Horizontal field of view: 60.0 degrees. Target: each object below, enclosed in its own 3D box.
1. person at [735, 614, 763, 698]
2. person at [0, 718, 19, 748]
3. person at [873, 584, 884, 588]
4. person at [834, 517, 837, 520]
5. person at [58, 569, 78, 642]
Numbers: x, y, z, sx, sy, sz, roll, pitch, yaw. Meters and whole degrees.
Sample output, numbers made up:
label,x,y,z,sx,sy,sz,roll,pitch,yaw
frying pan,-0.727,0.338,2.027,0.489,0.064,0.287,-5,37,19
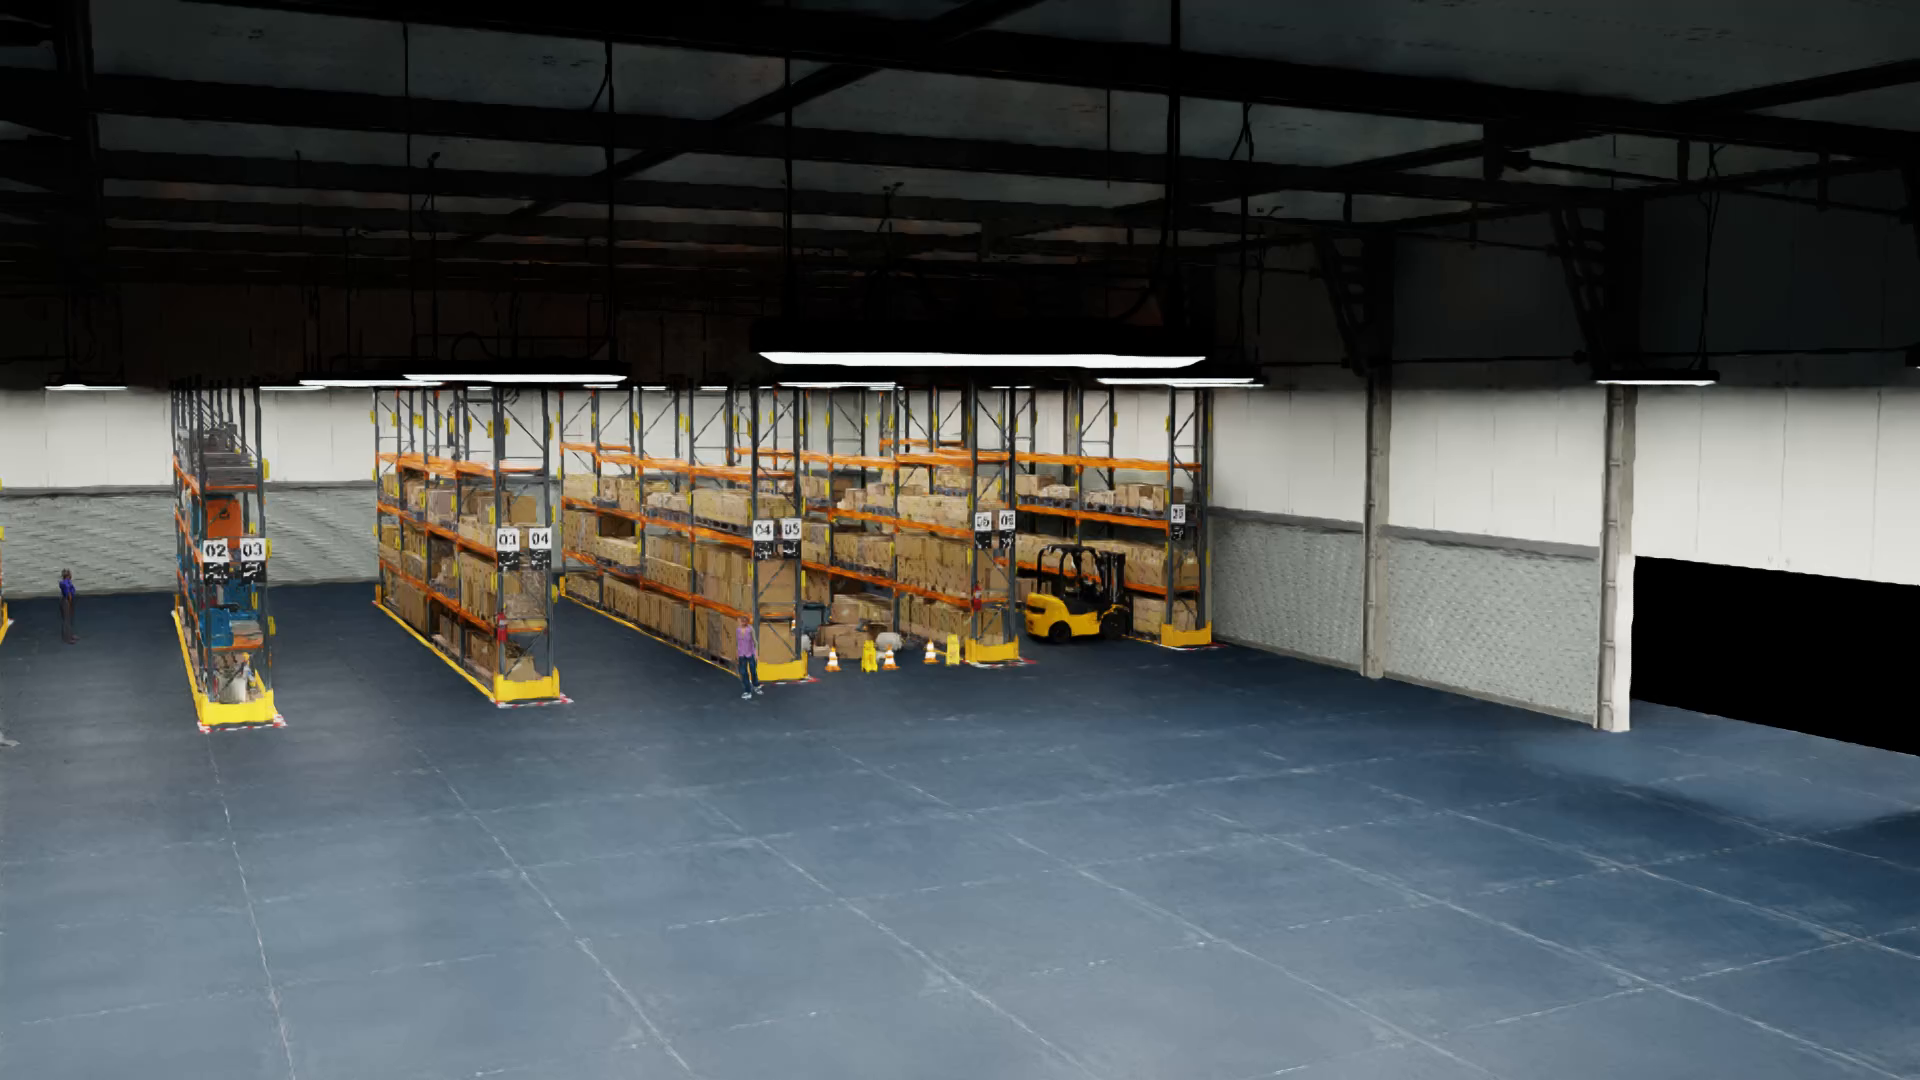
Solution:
label,x,y,z,sx,sy,sz,roll,pitch,yaw
person,-3.972,2.159,31.246,0.473,1.589,0.501,1,5,12
person,-15.530,2.486,26.446,0.585,1.753,0.769,1,5,10
person,-2.269,0.568,48.213,0.534,1.712,0.608,-1,5,-9
person,-3.947,0.143,52.749,0.646,1.759,0.387,3,6,31
person,-20.468,1.492,38.196,0.552,1.655,0.441,5,7,44
